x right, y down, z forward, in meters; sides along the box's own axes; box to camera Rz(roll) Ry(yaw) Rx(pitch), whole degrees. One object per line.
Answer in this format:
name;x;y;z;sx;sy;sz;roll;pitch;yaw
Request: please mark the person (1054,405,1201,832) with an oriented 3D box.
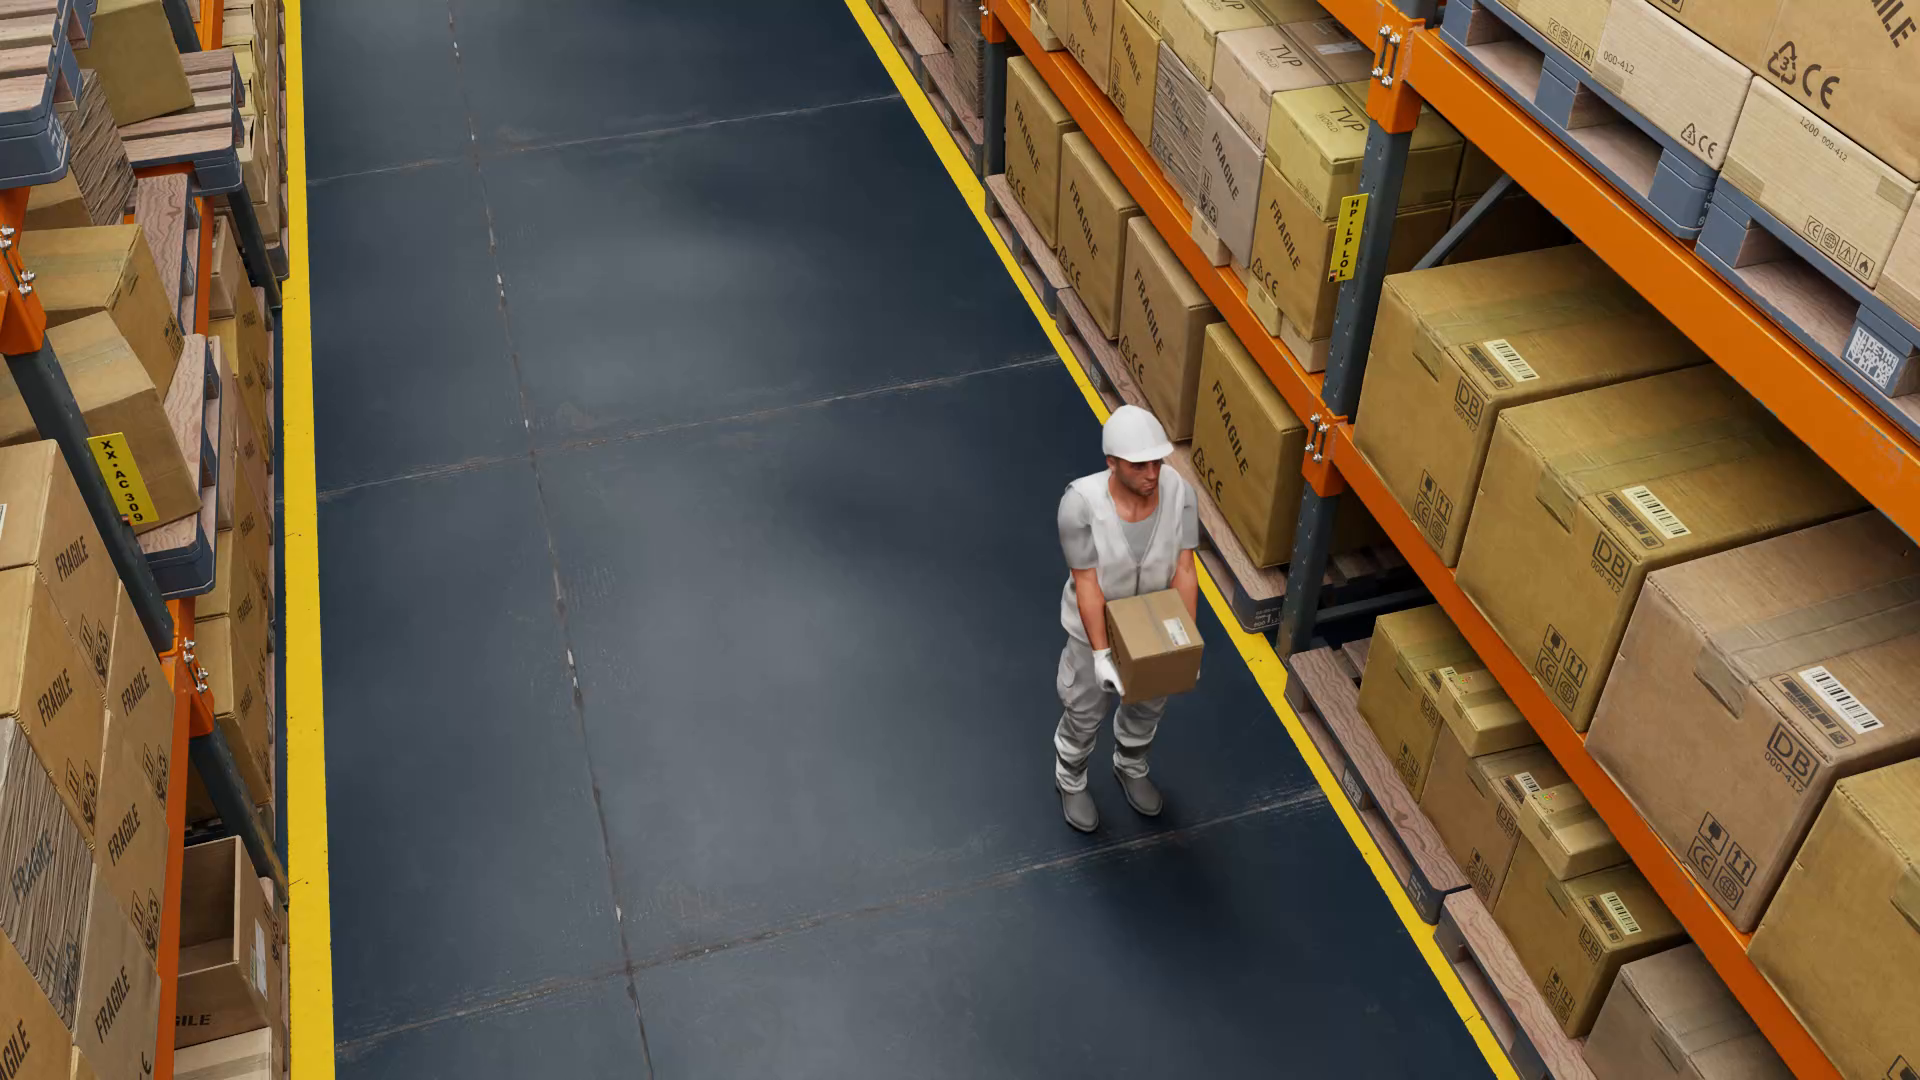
person;0.597;0.360;5.742;0.494;1.784;0.566;-11;43;-12
